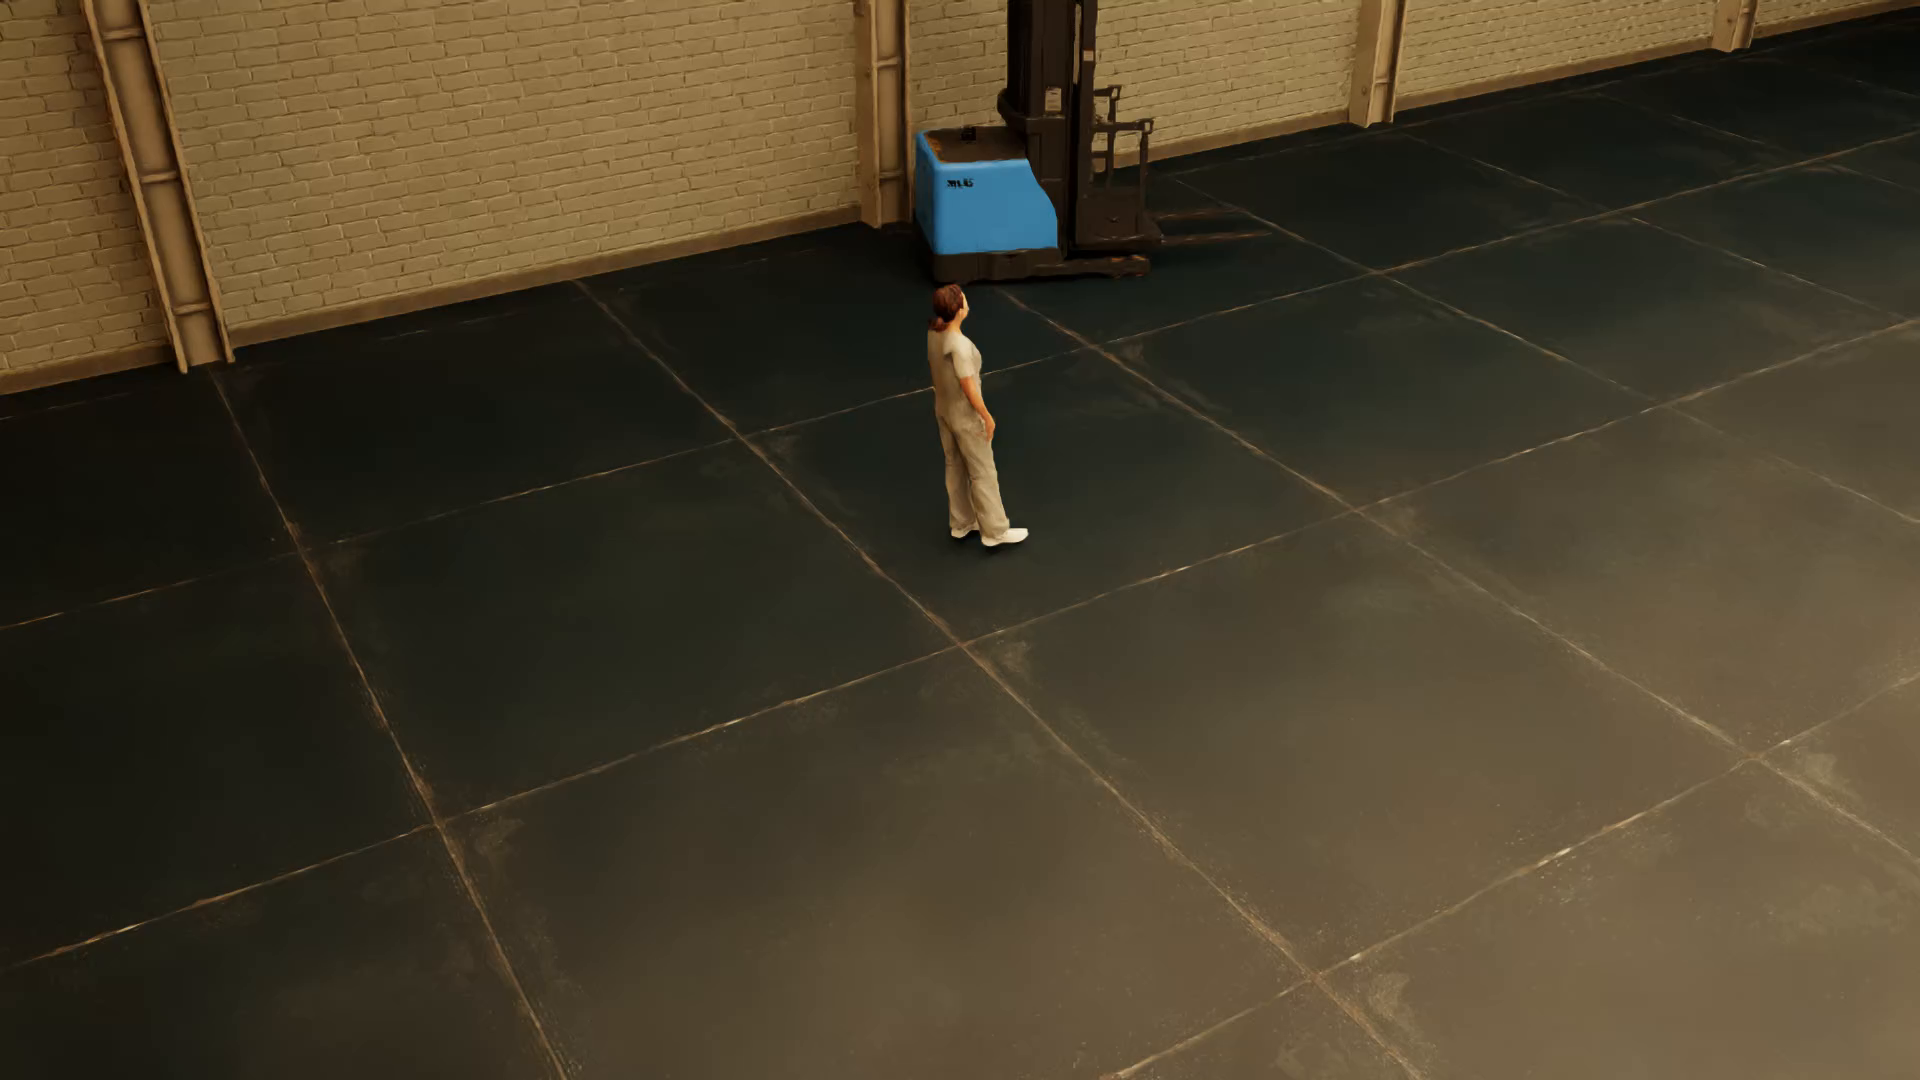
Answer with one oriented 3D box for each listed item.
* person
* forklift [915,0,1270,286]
[{"bbox_3d":[0.069,-0.772,10.068,0.549,1.673,0.550,-17,35,-26],"label":"person"},{"bbox_3d":[1.169,-3.768,13.940,3.031,2.935,1.130,-6,31,-9],"label":"forklift"}]
